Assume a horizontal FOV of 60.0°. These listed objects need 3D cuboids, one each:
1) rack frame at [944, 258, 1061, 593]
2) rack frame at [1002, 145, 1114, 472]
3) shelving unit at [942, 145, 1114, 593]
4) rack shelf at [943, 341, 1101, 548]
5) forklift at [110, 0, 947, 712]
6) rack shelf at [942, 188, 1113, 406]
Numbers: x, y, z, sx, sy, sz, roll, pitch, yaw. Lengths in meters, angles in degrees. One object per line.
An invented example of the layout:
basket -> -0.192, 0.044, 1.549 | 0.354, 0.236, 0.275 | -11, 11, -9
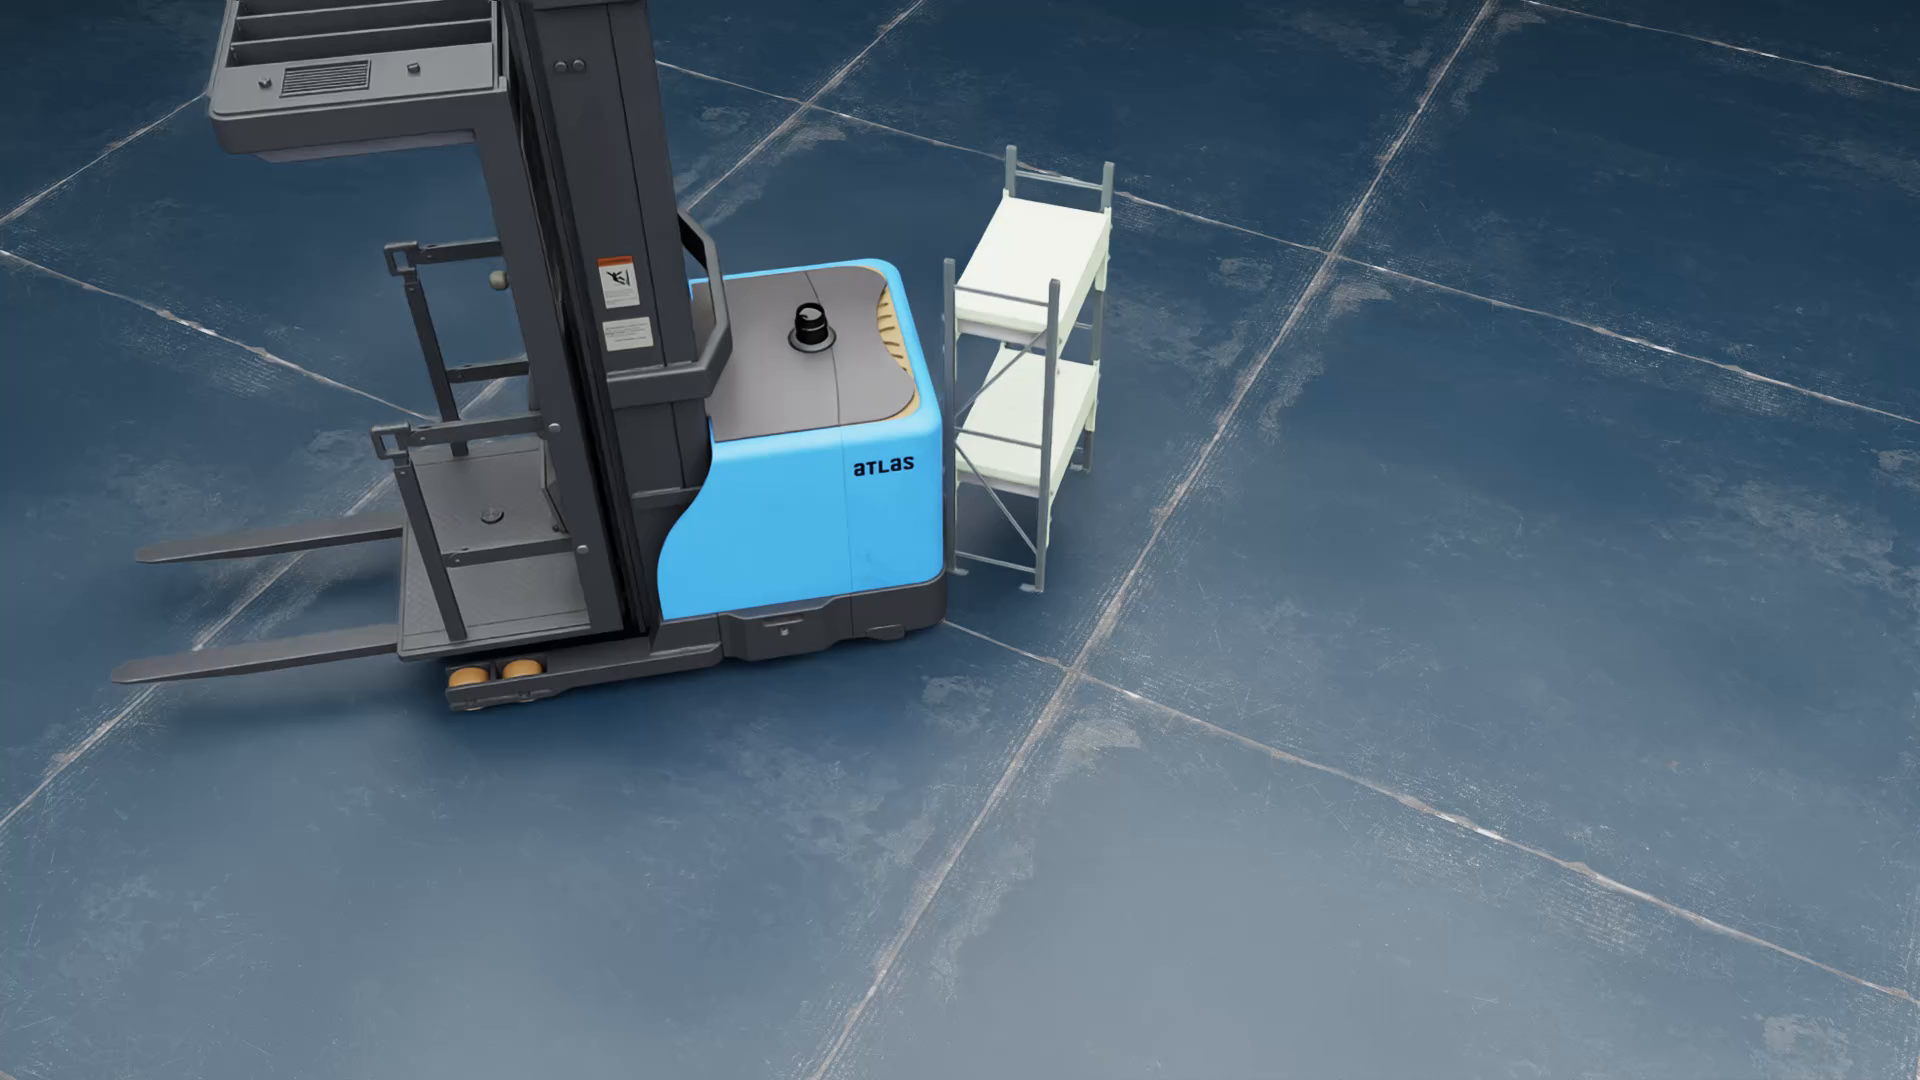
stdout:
rack frame -> 0.139, -0.368, 6.059 | 0.400, 1.500, 0.023 | 13, 47, 12
rack frame -> 0.362, -0.864, 6.549 | 0.400, 1.500, 0.023 | 13, 47, 12
shelving unit -> 0.250, -0.616, 6.304 | 0.431, 1.500, 0.755 | 13, 47, 12
rack shelf -> 0.250, -0.387, 6.536 | 0.431, 0.370, 0.720 | 13, 47, 12
forklift -> -1.619, -0.814, 5.494 | 3.031, 2.935, 1.130 | -8, 46, -8
rack shelf -> 0.250, -0.890, 6.027 | 0.431, 0.370, 0.720 | 13, 47, 12
